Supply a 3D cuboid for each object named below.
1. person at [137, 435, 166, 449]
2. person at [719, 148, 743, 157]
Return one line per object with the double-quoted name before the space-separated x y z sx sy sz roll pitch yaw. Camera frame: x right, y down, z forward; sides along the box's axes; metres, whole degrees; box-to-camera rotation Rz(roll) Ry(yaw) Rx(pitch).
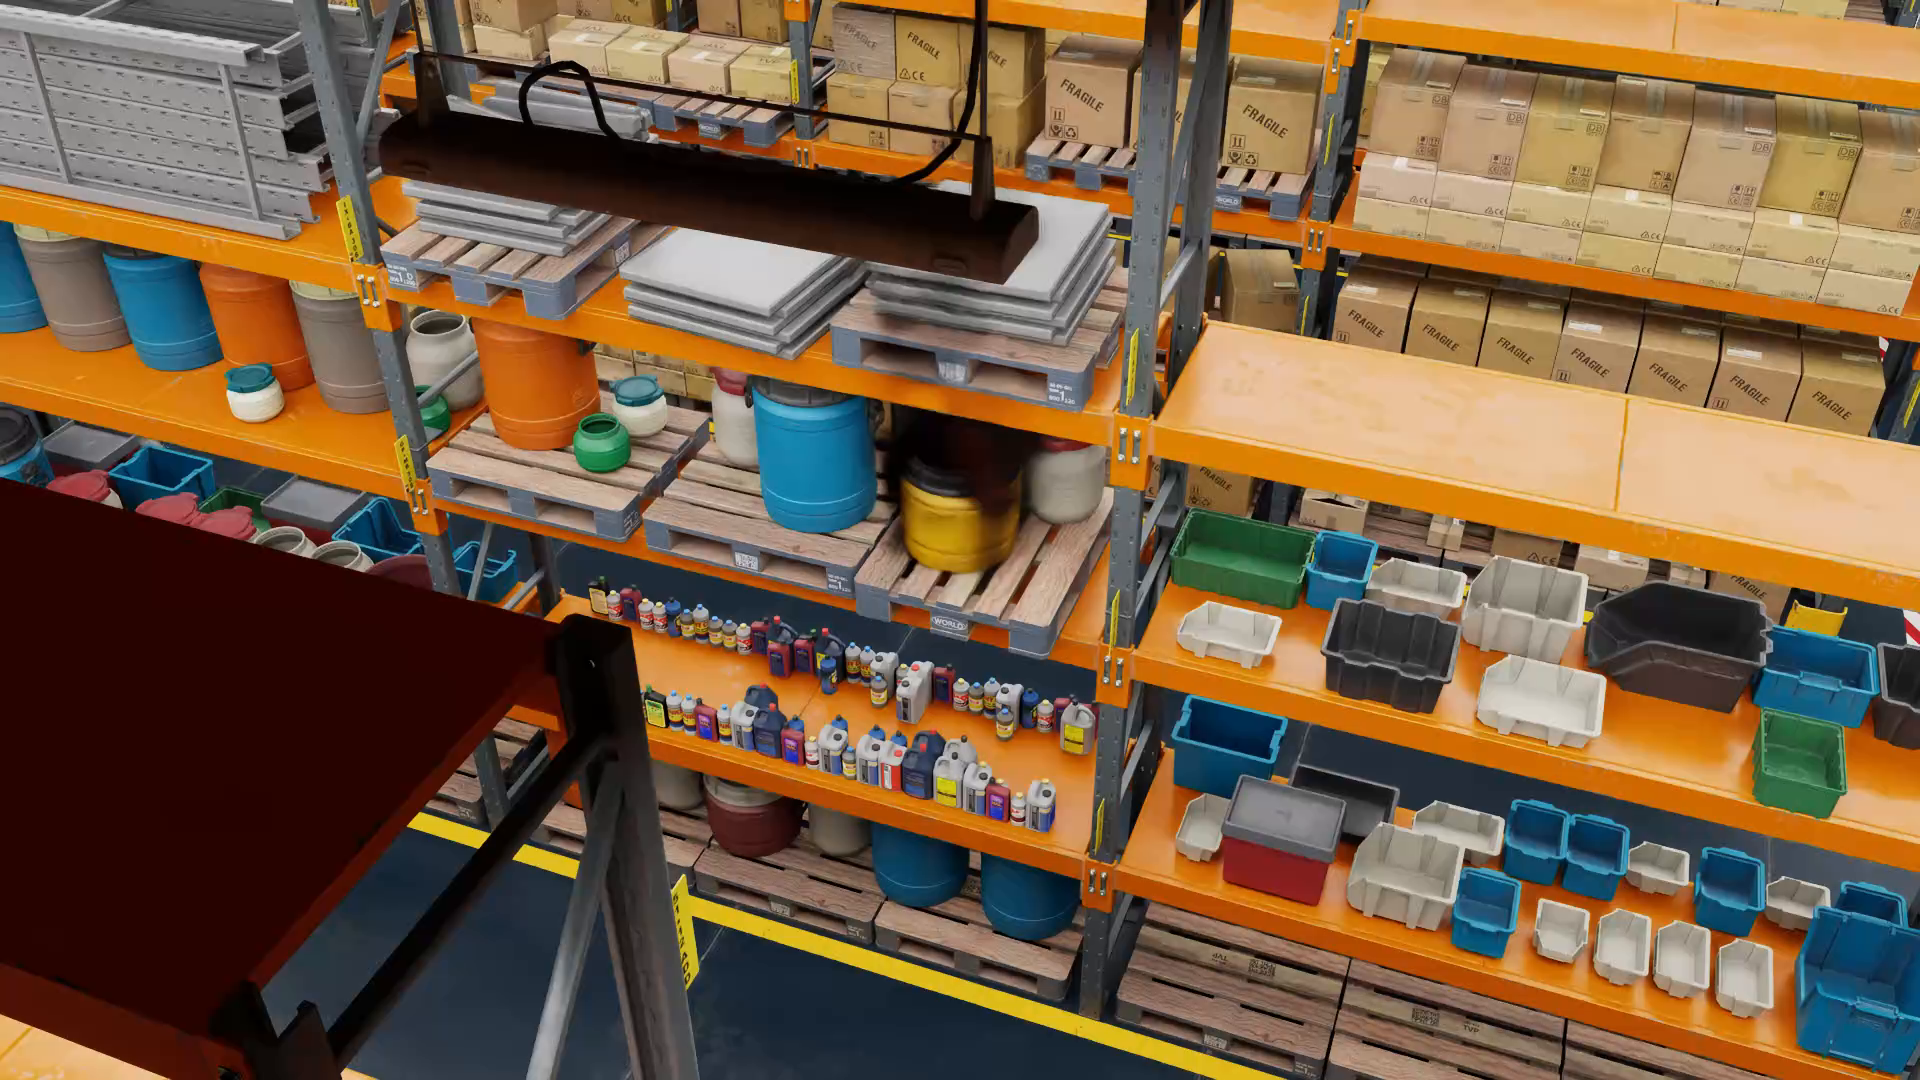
"person" -6.820 -1.085 13.404 0.822 1.809 0.661 12 38 16
"person" -2.157 -3.066 16.047 0.928 1.766 0.669 11 38 15
